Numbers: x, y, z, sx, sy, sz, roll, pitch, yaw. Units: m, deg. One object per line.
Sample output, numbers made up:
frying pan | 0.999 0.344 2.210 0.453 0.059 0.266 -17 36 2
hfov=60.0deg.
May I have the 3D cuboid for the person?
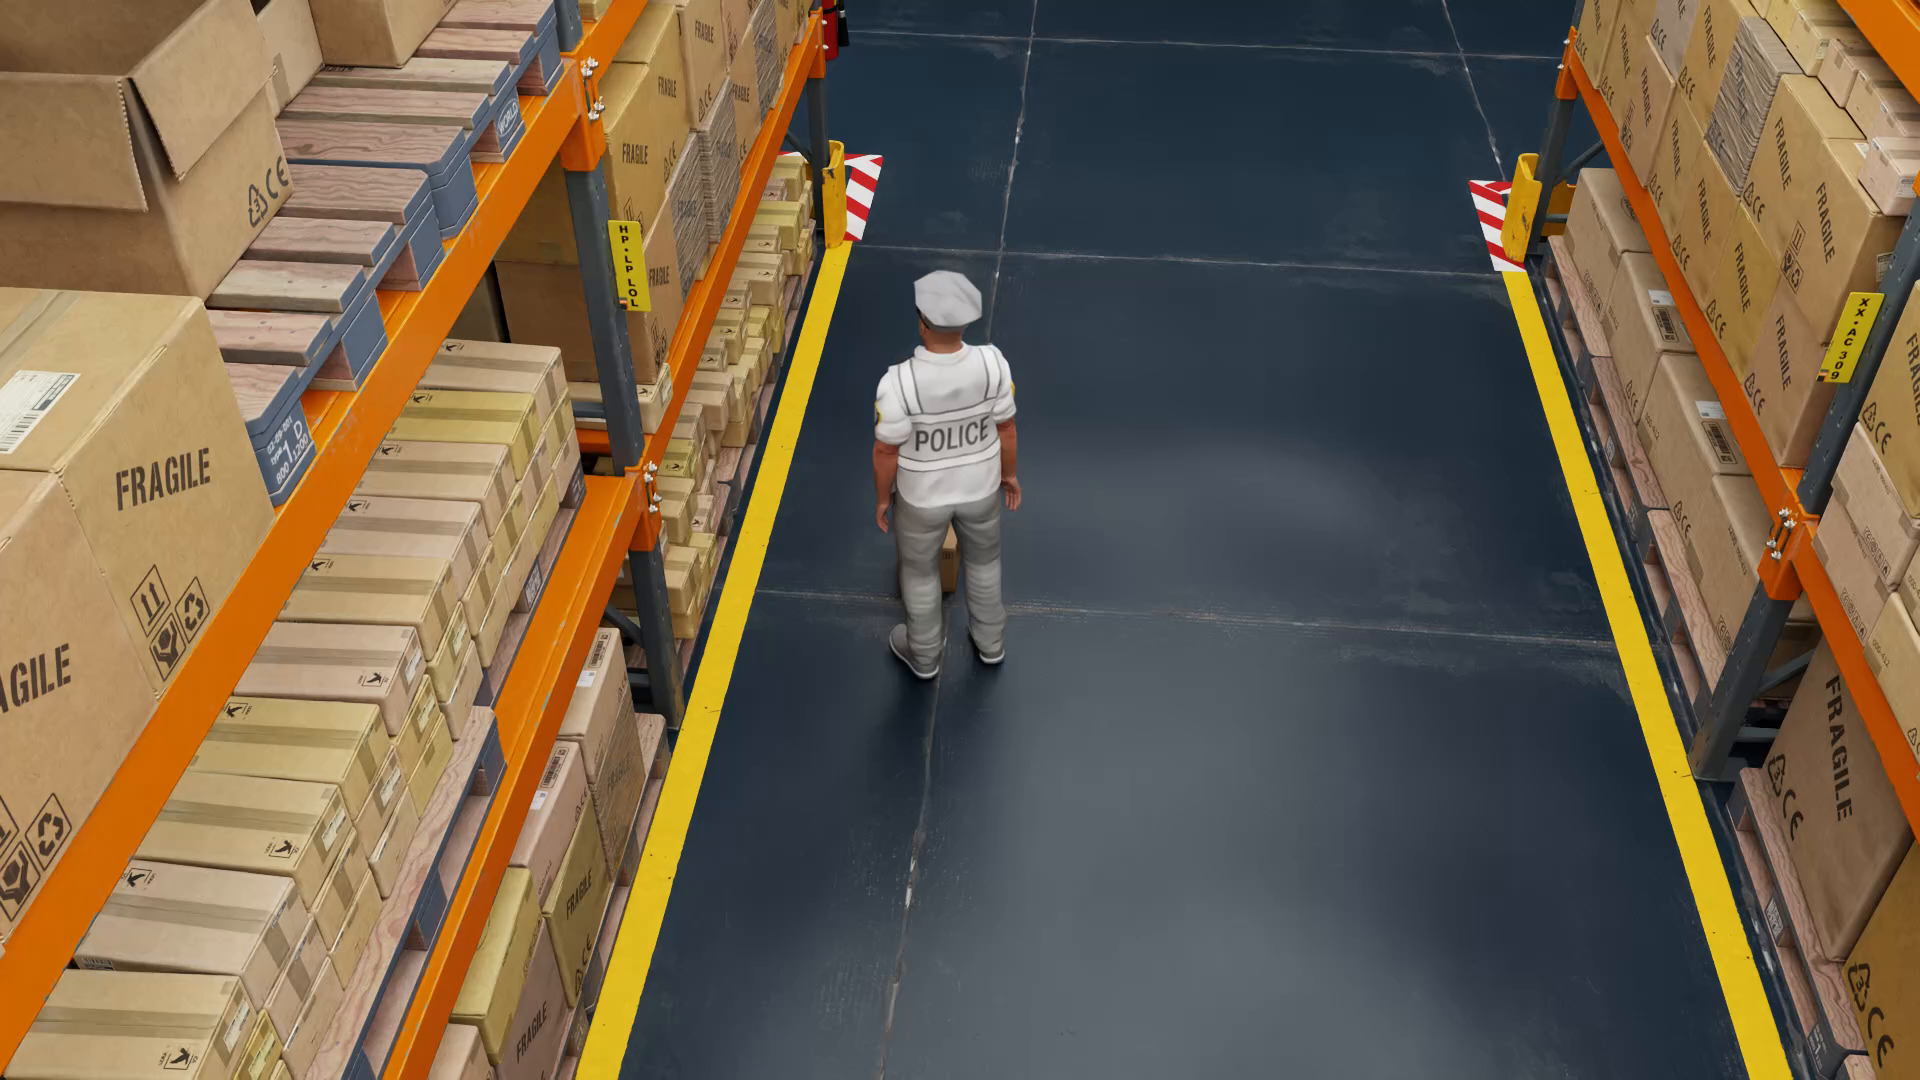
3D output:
person | -0.051 -0.230 6.378 0.588 1.773 0.402 -10 41 -11
